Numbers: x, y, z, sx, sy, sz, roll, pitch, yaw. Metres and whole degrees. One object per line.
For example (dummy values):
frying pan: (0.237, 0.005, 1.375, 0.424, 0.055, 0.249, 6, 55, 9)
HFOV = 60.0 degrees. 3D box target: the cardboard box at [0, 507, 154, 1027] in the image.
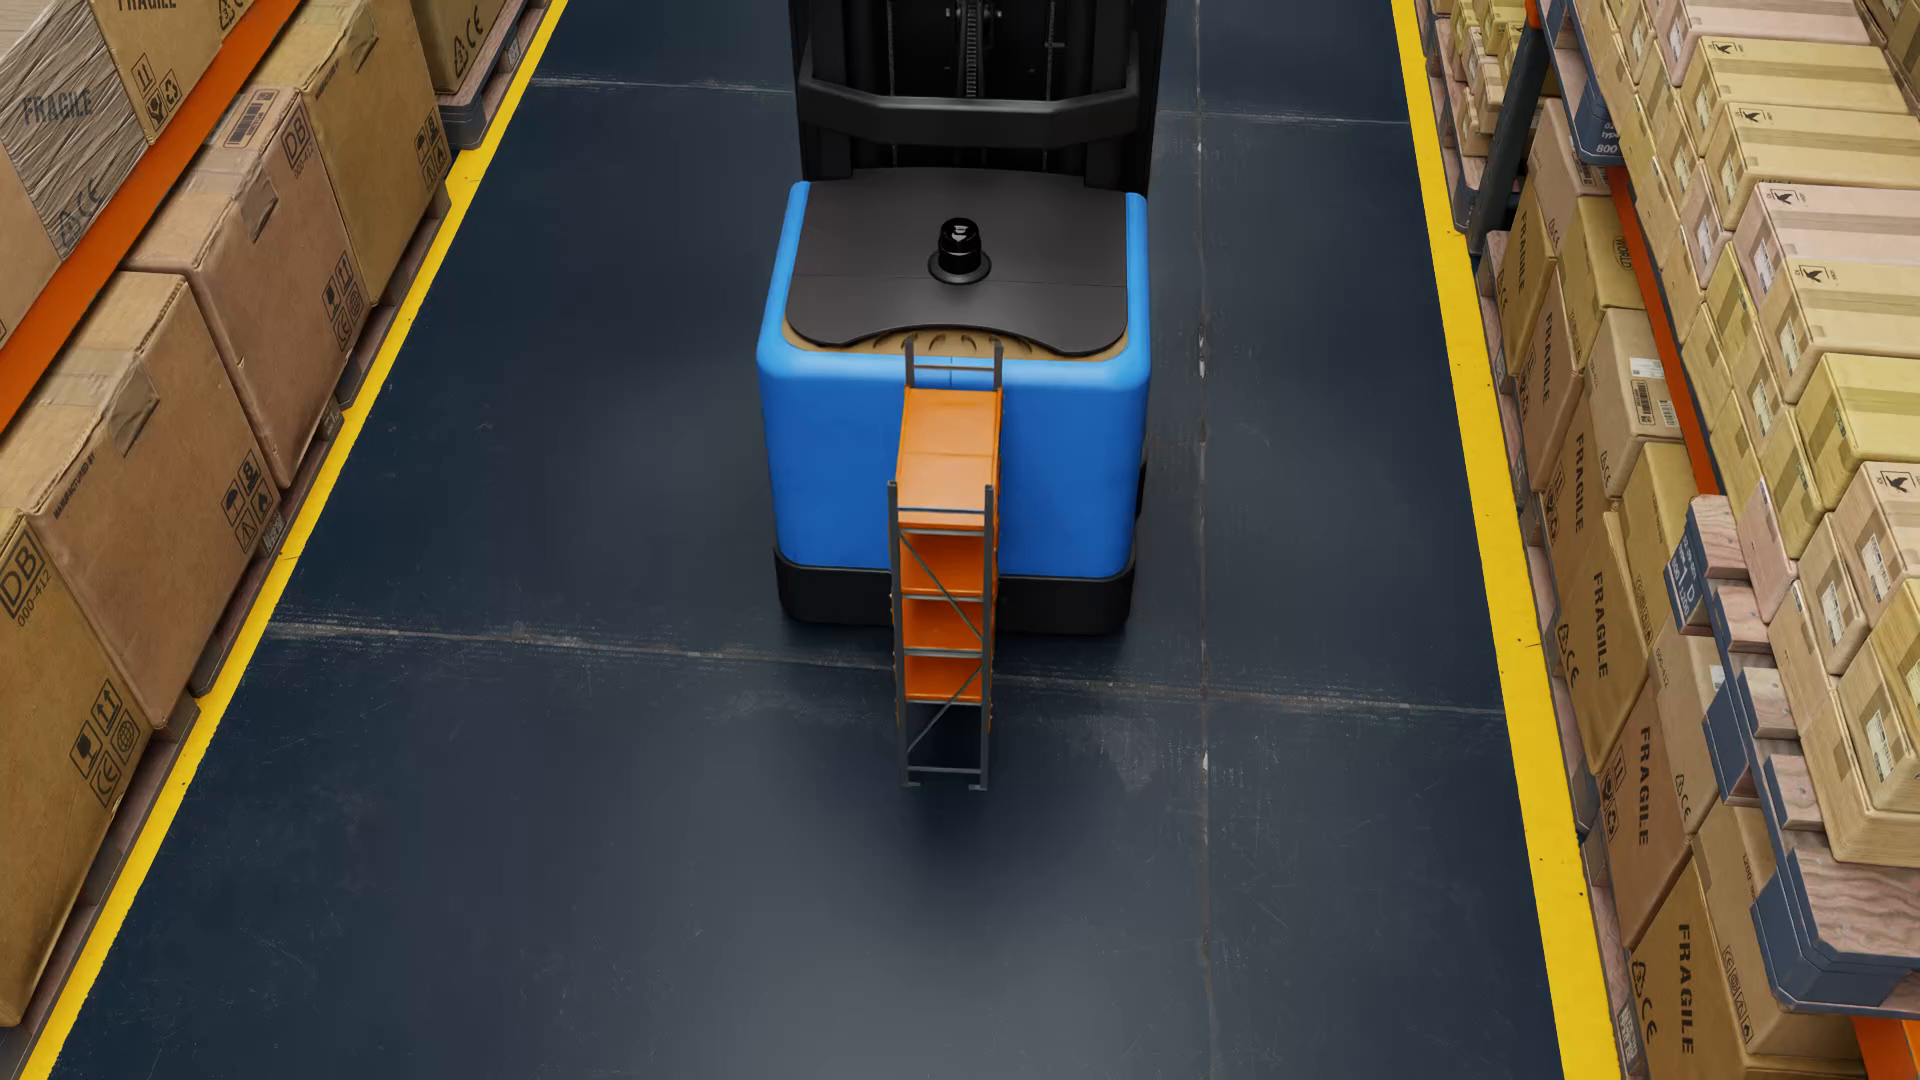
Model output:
cardboard box: (-2.804, 0.514, 3.902, 1.225, 0.875, 0.875, 2, 48, 2)

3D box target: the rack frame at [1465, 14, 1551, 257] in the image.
rack frame: (2.407, -2.087, 5.126, 1.000, 3.000, 0.127, 4, 48, 4)

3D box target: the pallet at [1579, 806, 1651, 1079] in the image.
pallet: (2.115, 1.219, 3.992, 1.003, 0.211, 1.213, 4, 48, 4)

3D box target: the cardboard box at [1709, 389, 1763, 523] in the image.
cardboard box: (1.704, -0.152, 3.242, 0.380, 0.149, 0.250, 3, 48, 3)

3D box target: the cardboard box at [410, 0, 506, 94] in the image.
cardboard box: (-2.383, -2.399, 6.567, 0.875, 0.875, 0.875, 4, 48, 4)

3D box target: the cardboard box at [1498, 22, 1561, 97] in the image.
cardboard box: (2.181, -1.746, 6.059, 0.380, 0.149, 0.250, 5, 48, 5)

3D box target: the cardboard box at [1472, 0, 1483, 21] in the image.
cardboard box: (2.180, -2.120, 6.401, 0.380, 0.149, 0.250, 3, 48, 3)

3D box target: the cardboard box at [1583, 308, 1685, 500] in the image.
cardboard box: (1.980, -0.347, 4.436, 0.500, 0.250, 0.500, 6, 48, 5)

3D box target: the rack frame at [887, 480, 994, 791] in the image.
rack frame: (-0.044, 0.281, 4.180, 0.240, 1.200, 0.015, 2, 48, 2)

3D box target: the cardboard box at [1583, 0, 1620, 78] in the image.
cardboard box: (1.843, -1.313, 4.304, 0.380, 0.149, 0.250, 4, 48, 4)

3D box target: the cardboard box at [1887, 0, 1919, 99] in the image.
cardboard box: (2.474, -1.171, 3.972, 0.380, 0.149, 0.250, 2, 48, 2)

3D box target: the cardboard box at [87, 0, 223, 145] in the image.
cardboard box: (-2.386, -1.419, 4.447, 0.500, 0.500, 0.500, 3, 48, 3)

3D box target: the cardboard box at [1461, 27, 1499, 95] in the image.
cardboard box: (2.132, -1.820, 6.327, 0.380, 0.149, 0.250, 2, 48, 2)

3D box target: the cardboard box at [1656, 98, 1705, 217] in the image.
cardboard box: (1.773, -0.836, 3.666, 0.380, 0.149, 0.250, 3, 48, 3)

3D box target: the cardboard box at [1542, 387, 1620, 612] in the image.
cardboard box: (1.995, -0.085, 4.705, 0.500, 0.500, 0.500, 5, 48, 4)

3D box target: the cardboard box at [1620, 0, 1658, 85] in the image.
cardboard box: (1.823, -1.216, 4.014, 0.380, 0.149, 0.250, 6, 48, 5)

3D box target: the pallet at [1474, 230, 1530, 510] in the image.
pallet: (2.338, -0.574, 5.632, 1.003, 0.211, 1.213, 4, 48, 4)

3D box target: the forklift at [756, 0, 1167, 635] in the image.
forklift: (0.063, -1.794, 4.905, 1.130, 2.935, 3.031, 2, 48, 2)

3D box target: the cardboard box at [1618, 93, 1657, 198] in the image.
cardboard box: (1.800, -0.926, 3.949, 0.380, 0.149, 0.250, 3, 48, 3)

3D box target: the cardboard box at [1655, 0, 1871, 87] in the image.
cardboard box: (1.797, -1.136, 3.739, 0.380, 0.149, 0.250, 5, 48, 5)

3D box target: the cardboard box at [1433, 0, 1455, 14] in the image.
cardboard box: (2.198, -2.338, 7.003, 0.380, 0.149, 0.250, 4, 48, 3)

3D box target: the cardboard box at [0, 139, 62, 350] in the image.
cardboard box: (-2.484, -0.684, 3.775, 0.500, 0.500, 0.500, 3, 48, 3)

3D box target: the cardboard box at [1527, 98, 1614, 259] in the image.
cardboard box: (2.077, -1.113, 5.136, 0.500, 0.250, 0.500, 2, 48, 2)

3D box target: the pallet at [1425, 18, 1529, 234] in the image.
pallet: (2.433, -1.642, 6.609, 1.003, 0.211, 1.213, 4, 48, 4)

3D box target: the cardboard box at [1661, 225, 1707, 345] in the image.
cardboard box: (1.752, -0.540, 3.597, 0.380, 0.149, 0.250, 5, 48, 5)

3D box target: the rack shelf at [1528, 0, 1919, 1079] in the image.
rack shelf: (2.225, -0.375, 4.047, 1.077, 0.370, 4.000, 4, 48, 4)

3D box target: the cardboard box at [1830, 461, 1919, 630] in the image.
cardboard box: (1.656, 0.019, 2.682, 0.380, 0.149, 0.250, 3, 48, 3)

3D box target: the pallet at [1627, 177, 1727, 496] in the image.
pallet: (2.182, -0.540, 3.841, 1.003, 0.211, 1.213, 4, 48, 4)

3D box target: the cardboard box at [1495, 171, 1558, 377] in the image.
cardboard box: (2.076, -0.860, 5.413, 0.500, 0.500, 0.500, 6, 48, 5)

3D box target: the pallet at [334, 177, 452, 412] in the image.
pallet: (-2.518, -0.982, 6.005, 1.003, 0.211, 1.213, 4, 48, 4)

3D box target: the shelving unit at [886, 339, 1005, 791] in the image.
shelving unit: (-0.029, 0.101, 4.344, 0.258, 1.200, 0.503, 2, 48, 2)

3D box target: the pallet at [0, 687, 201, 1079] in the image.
pallet: (-2.740, 0.811, 4.365, 1.003, 0.211, 1.213, 4, 48, 4)

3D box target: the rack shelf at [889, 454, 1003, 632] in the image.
rack shelf: (-0.029, -0.004, 4.229, 0.258, 0.148, 0.480, 2, 48, 2)

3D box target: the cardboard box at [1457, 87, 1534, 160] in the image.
cardboard box: (2.104, -1.578, 6.308, 0.380, 0.149, 0.250, 4, 48, 4)

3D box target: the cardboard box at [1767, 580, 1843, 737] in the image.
cardboard box: (1.654, 0.220, 2.902, 0.380, 0.149, 0.250, 4, 48, 3)

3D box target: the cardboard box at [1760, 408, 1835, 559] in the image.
cardboard box: (1.678, -0.088, 2.982, 0.380, 0.149, 0.250, 5, 48, 4)

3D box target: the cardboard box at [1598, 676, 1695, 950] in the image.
cardboard box: (1.893, 0.672, 4.012, 0.500, 0.500, 0.500, 6, 48, 5)

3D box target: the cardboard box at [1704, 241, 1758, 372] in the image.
cardboard box: (1.727, -0.455, 3.318, 0.380, 0.149, 0.250, 4, 48, 3)

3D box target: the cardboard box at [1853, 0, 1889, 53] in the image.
cardboard box: (2.497, -1.281, 4.274, 0.380, 0.149, 0.250, 2, 48, 2)

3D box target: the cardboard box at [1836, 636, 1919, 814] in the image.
cardboard box: (1.634, 0.301, 2.626, 0.380, 0.149, 0.250, 5, 48, 4)

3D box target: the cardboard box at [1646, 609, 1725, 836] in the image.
cardboard box: (1.879, 0.409, 3.744, 0.500, 0.250, 0.500, 4, 48, 4)

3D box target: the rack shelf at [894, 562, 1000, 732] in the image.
rack shelf: (-0.029, 0.281, 4.540, 0.258, 0.148, 0.480, 2, 48, 2)

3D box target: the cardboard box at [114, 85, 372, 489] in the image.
cardboard box: (-2.642, -0.791, 5.096, 1.225, 0.875, 0.875, 2, 48, 2)

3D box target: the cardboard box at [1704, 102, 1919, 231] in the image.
cardboard box: (1.751, -0.746, 3.382, 0.380, 0.149, 0.250, 6, 48, 5)

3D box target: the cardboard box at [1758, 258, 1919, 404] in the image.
cardboard box: (1.701, -0.370, 3.038, 0.380, 0.149, 0.250, 5, 48, 5)

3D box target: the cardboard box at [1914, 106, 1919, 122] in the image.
cardboard box: (2.453, -0.881, 3.909, 0.380, 0.149, 0.250, 6, 48, 5)
